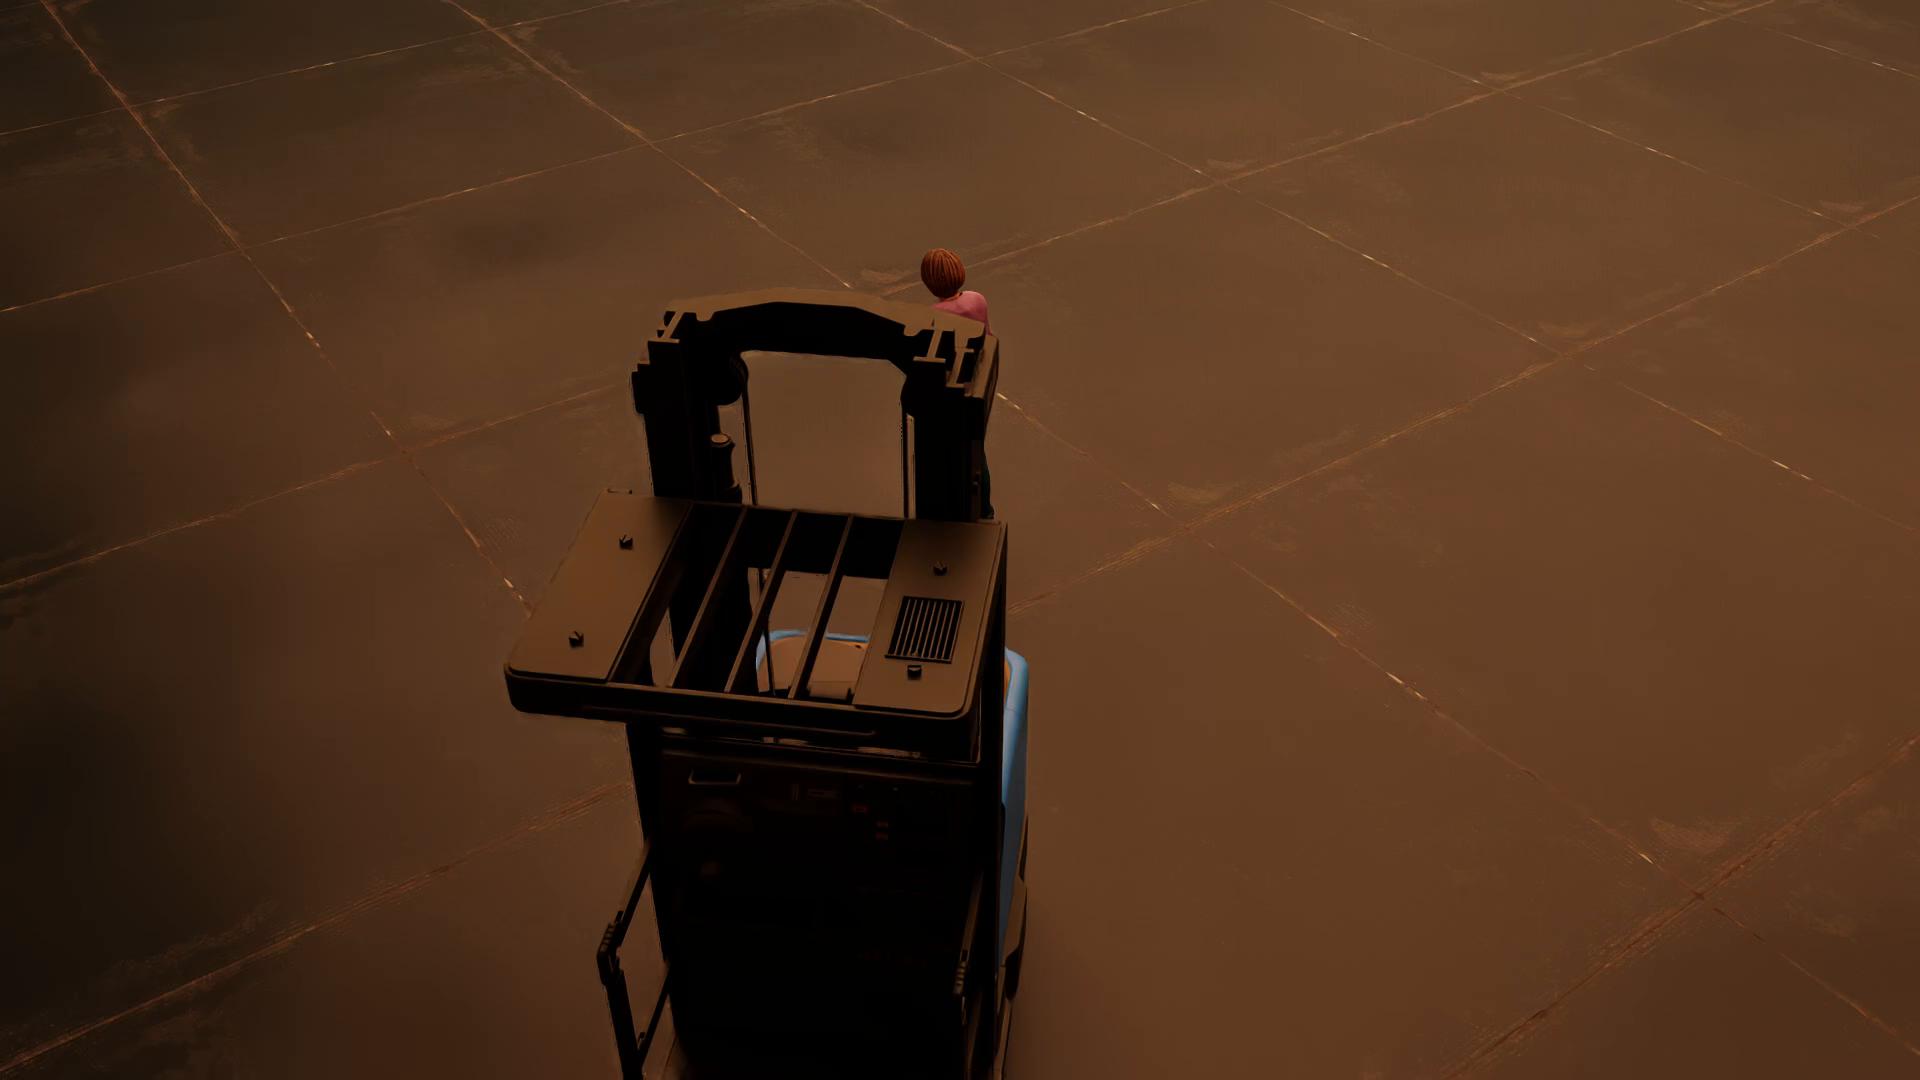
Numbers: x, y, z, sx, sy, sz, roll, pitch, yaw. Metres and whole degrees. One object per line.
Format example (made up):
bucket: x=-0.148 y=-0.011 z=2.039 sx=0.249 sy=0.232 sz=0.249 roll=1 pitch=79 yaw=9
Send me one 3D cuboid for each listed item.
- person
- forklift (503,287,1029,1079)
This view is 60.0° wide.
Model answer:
person: x=-0.021 y=-0.646 z=7.946 sx=0.481 sy=1.591 sz=0.345 roll=-26 pitch=44 yaw=-30
forklift: x=-0.456 y=0.910 z=4.714 sx=1.130 sy=2.935 sz=3.031 roll=5 pitch=37 yaw=7
